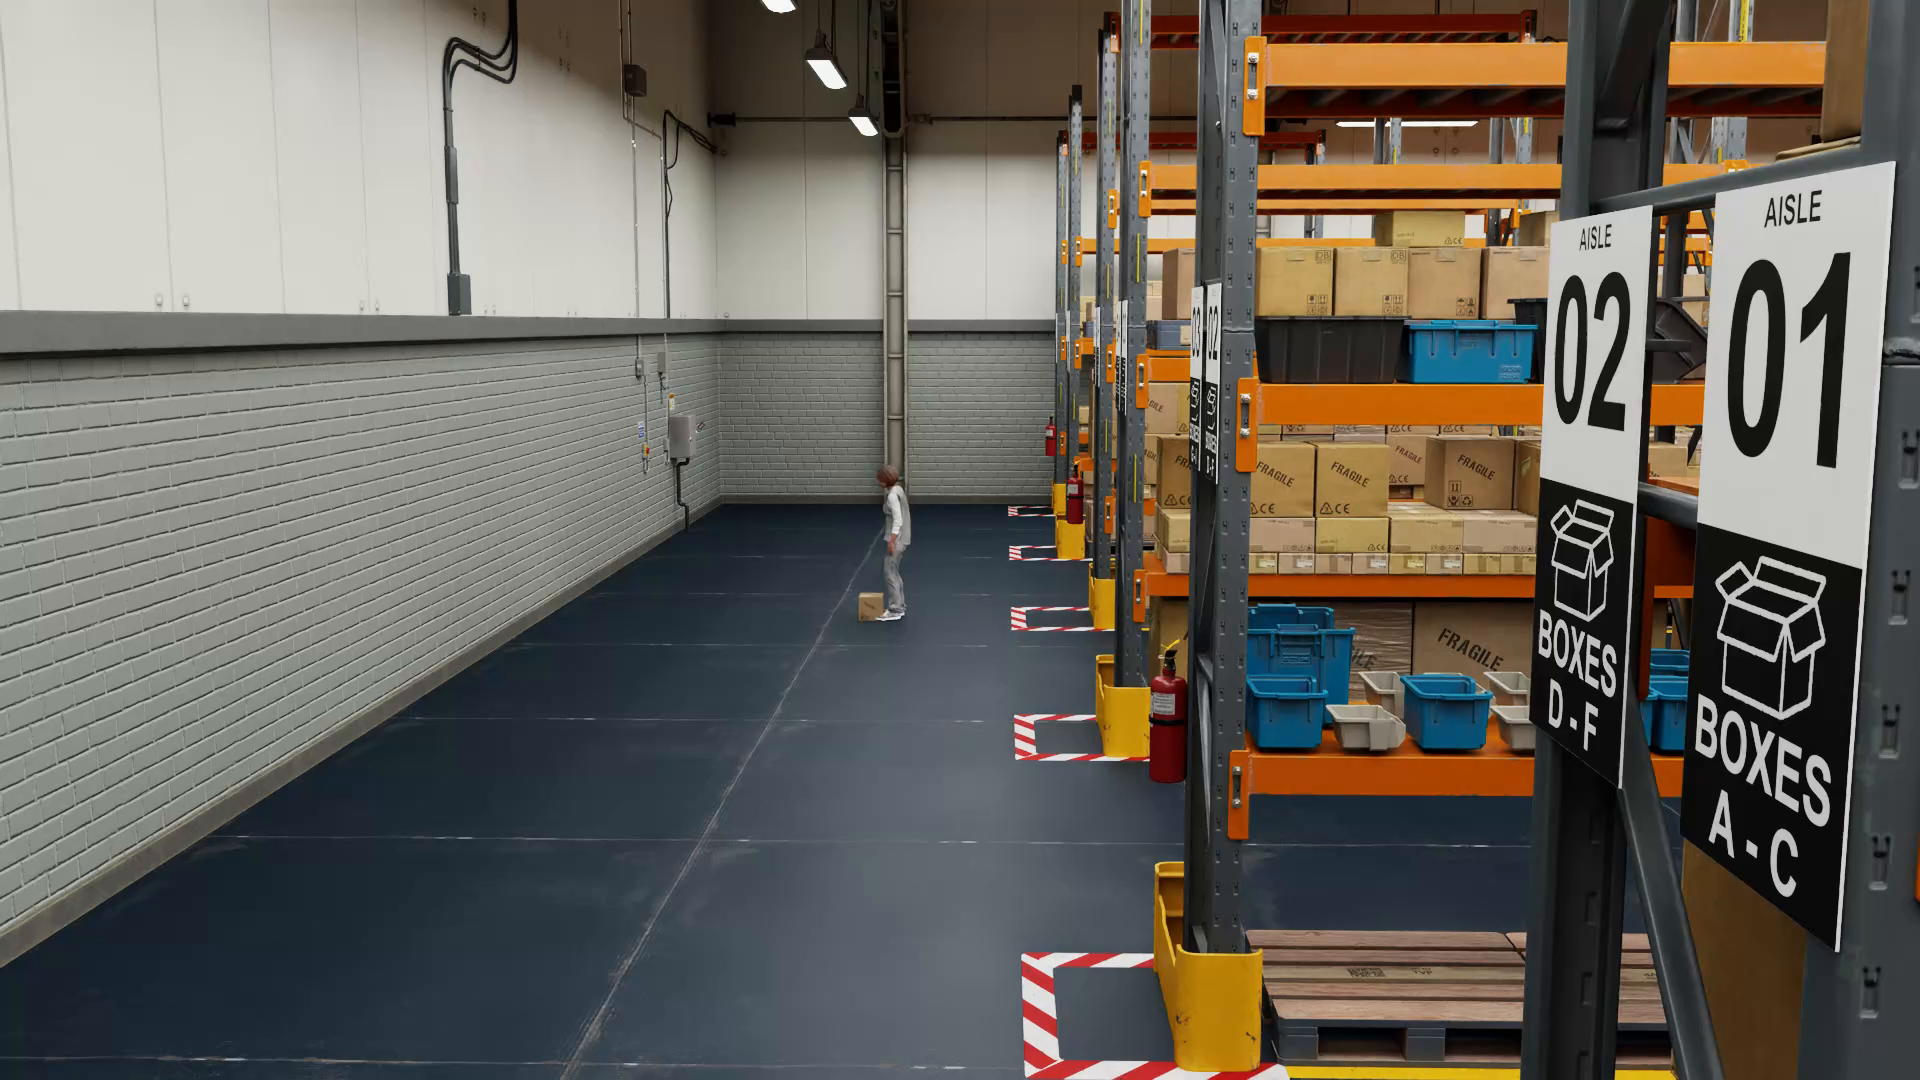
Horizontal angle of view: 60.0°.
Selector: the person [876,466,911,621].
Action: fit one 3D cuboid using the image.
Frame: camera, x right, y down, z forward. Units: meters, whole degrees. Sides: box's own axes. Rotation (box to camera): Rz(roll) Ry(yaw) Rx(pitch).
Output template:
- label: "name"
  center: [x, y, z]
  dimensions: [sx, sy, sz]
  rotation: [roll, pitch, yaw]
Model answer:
- label: "person"
  center: [-0.694, 0.026, 17.125]
  dimensions: [0.376, 1.592, 0.467]
  rotation: [0, 7, -1]
